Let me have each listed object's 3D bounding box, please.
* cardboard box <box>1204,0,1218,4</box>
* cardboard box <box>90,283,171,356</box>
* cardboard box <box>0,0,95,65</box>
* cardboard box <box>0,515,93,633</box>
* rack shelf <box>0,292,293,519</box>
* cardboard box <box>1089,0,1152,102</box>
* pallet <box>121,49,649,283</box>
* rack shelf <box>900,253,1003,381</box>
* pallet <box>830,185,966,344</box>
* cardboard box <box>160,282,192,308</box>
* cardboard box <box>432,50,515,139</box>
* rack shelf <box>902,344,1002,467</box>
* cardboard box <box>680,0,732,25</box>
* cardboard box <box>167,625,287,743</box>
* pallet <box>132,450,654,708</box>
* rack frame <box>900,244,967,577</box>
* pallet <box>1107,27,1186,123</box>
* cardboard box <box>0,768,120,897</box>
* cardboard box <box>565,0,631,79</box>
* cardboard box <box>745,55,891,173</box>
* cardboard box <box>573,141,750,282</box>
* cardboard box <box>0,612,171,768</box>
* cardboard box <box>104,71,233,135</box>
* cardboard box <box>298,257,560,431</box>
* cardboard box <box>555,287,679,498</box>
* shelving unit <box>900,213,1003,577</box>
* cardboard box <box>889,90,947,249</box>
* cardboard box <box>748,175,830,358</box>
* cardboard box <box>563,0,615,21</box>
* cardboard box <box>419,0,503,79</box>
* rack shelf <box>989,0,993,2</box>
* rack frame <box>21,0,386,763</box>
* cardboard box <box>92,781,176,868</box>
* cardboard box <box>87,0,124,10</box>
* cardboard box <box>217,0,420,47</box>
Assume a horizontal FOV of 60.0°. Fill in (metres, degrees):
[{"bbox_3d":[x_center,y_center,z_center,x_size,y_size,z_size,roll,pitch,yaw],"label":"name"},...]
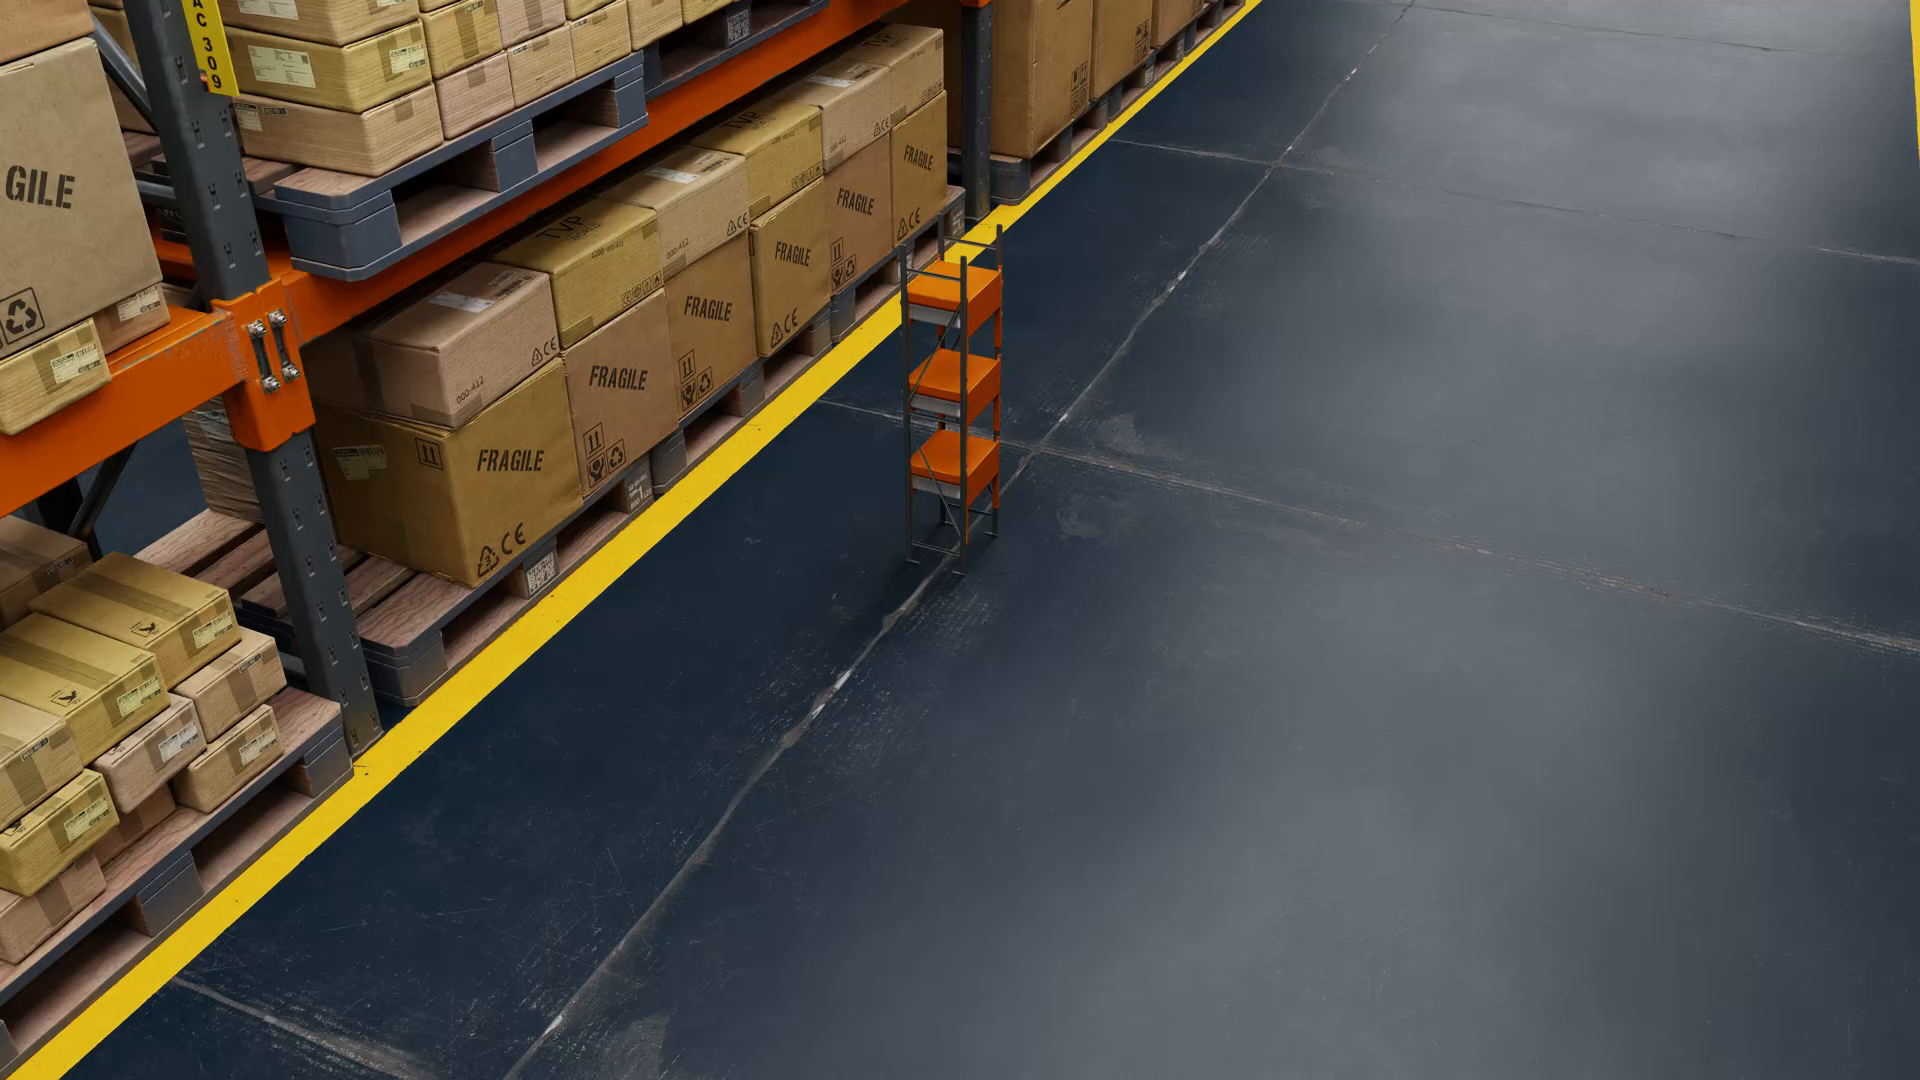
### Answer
[{"bbox_3d":[1.151,-3.703,9.831,1.050,0.750,0.750,14,36,20],"label":"cardboard box"},{"bbox_3d":[-1.925,-0.513,3.526,0.380,0.149,0.250,14,36,20],"label":"cardboard box"},{"bbox_3d":[-1.969,-1.102,2.921,0.500,0.500,0.500,13,35,19],"label":"cardboard box"},{"bbox_3d":[-2.351,0.078,4.070,0.380,0.149,0.250,16,36,22],"label":"cardboard box"},{"bbox_3d":[-2.855,0.483,2.434,1.077,0.370,4.000,14,36,20],"label":"rack shelf"},{"bbox_3d":[0.354,-2.760,8.392,1.050,0.750,0.750,15,36,21],"label":"cardboard box"},{"bbox_3d":[-1.566,-1.081,4.338,1.003,0.211,1.213,14,36,20],"label":"pallet"},{"bbox_3d":[-0.022,-0.641,4.772,0.215,0.259,0.240,14,36,20],"label":"rack shelf"},{"bbox_3d":[-0.673,-1.251,6.966,1.003,0.211,1.213,14,36,20],"label":"pallet"},{"bbox_3d":[-1.936,-0.687,4.775,0.500,0.250,0.500,13,36,19],"label":"cardboard box"},{"bbox_3d":[-1.325,-1.115,4.060,0.380,0.149,0.250,15,36,21],"label":"cardboard box"},{"bbox_3d":[-0.022,-0.404,4.927,0.215,0.259,0.240,14,36,20],"label":"rack shelf"},{"bbox_3d":[-0.894,-1.627,4.842,0.380,0.149,0.250,14,36,20],"label":"cardboard box"},{"bbox_3d":[-1.861,0.308,3.990,0.380,0.149,0.250,15,36,21],"label":"cardboard box"},{"bbox_3d":[-1.694,-0.036,5.112,1.003,0.211,1.213,14,36,20],"label":"pallet"},{"bbox_3d":[-0.073,-0.352,4.829,0.200,1.050,0.008,14,36,20],"label":"rack frame"},{"bbox_3d":[0.565,-2.621,9.054,1.003,0.211,1.213,14,36,20],"label":"pallet"},{"bbox_3d":[-2.059,0.583,3.571,0.380,0.149,0.250,13,35,19],"label":"cardboard box"},{"bbox_3d":[-1.111,-1.363,4.439,0.380,0.149,0.250,15,36,21],"label":"cardboard box"},{"bbox_3d":[-0.594,-1.595,6.160,0.500,0.250,0.500,15,36,21],"label":"cardboard box"},{"bbox_3d":[-1.031,-1.084,5.380,0.500,0.250,0.500,16,36,22],"label":"cardboard box"},{"bbox_3d":[-2.002,0.327,3.690,0.380,0.149,0.250,15,36,21],"label":"cardboard box"},{"bbox_3d":[-2.032,-1.128,4.080,0.380,0.149,0.250,13,36,19],"label":"cardboard box"},{"bbox_3d":[-1.469,-0.565,4.589,0.500,0.250,0.500,13,35,18],"label":"cardboard box"},{"bbox_3d":[-1.248,-0.515,5.197,0.500,0.500,0.500,16,36,23],"label":"cardboard box"},{"bbox_3d":[-0.022,-0.412,4.921,0.215,1.050,0.252,14,36,20],"label":"shelving unit"},{"bbox_3d":[-0.383,-1.549,6.773,0.500,0.500,0.500,14,36,20],"label":"cardboard box"},{"bbox_3d":[-0.810,-1.024,5.973,0.500,0.500,0.500,13,35,18],"label":"cardboard box"},{"bbox_3d":[-1.113,-1.487,4.358,0.380,0.149,0.250,13,35,18],"label":"cardboard box"},{"bbox_3d":[-1.329,-1.229,3.964,0.380,0.149,0.250,13,36,20],"label":"cardboard box"},{"bbox_3d":[0.492,-3.501,8.510,1.077,0.370,4.000,14,36,20],"label":"rack shelf"},{"bbox_3d":[-2.018,-0.814,3.756,1.000,3.000,0.127,14,36,20],"label":"rack frame"},{"bbox_3d":[-2.058,0.586,3.837,0.380,0.149,0.250,15,36,22],"label":"cardboard box"},{"bbox_3d":[-2.028,-1.378,3.920,0.380,0.149,0.250,16,36,23],"label":"cardboard box"},{"bbox_3d":[-1.436,-1.224,3.685,0.380,0.149,0.250,16,37,23],"label":"cardboard box"}]
